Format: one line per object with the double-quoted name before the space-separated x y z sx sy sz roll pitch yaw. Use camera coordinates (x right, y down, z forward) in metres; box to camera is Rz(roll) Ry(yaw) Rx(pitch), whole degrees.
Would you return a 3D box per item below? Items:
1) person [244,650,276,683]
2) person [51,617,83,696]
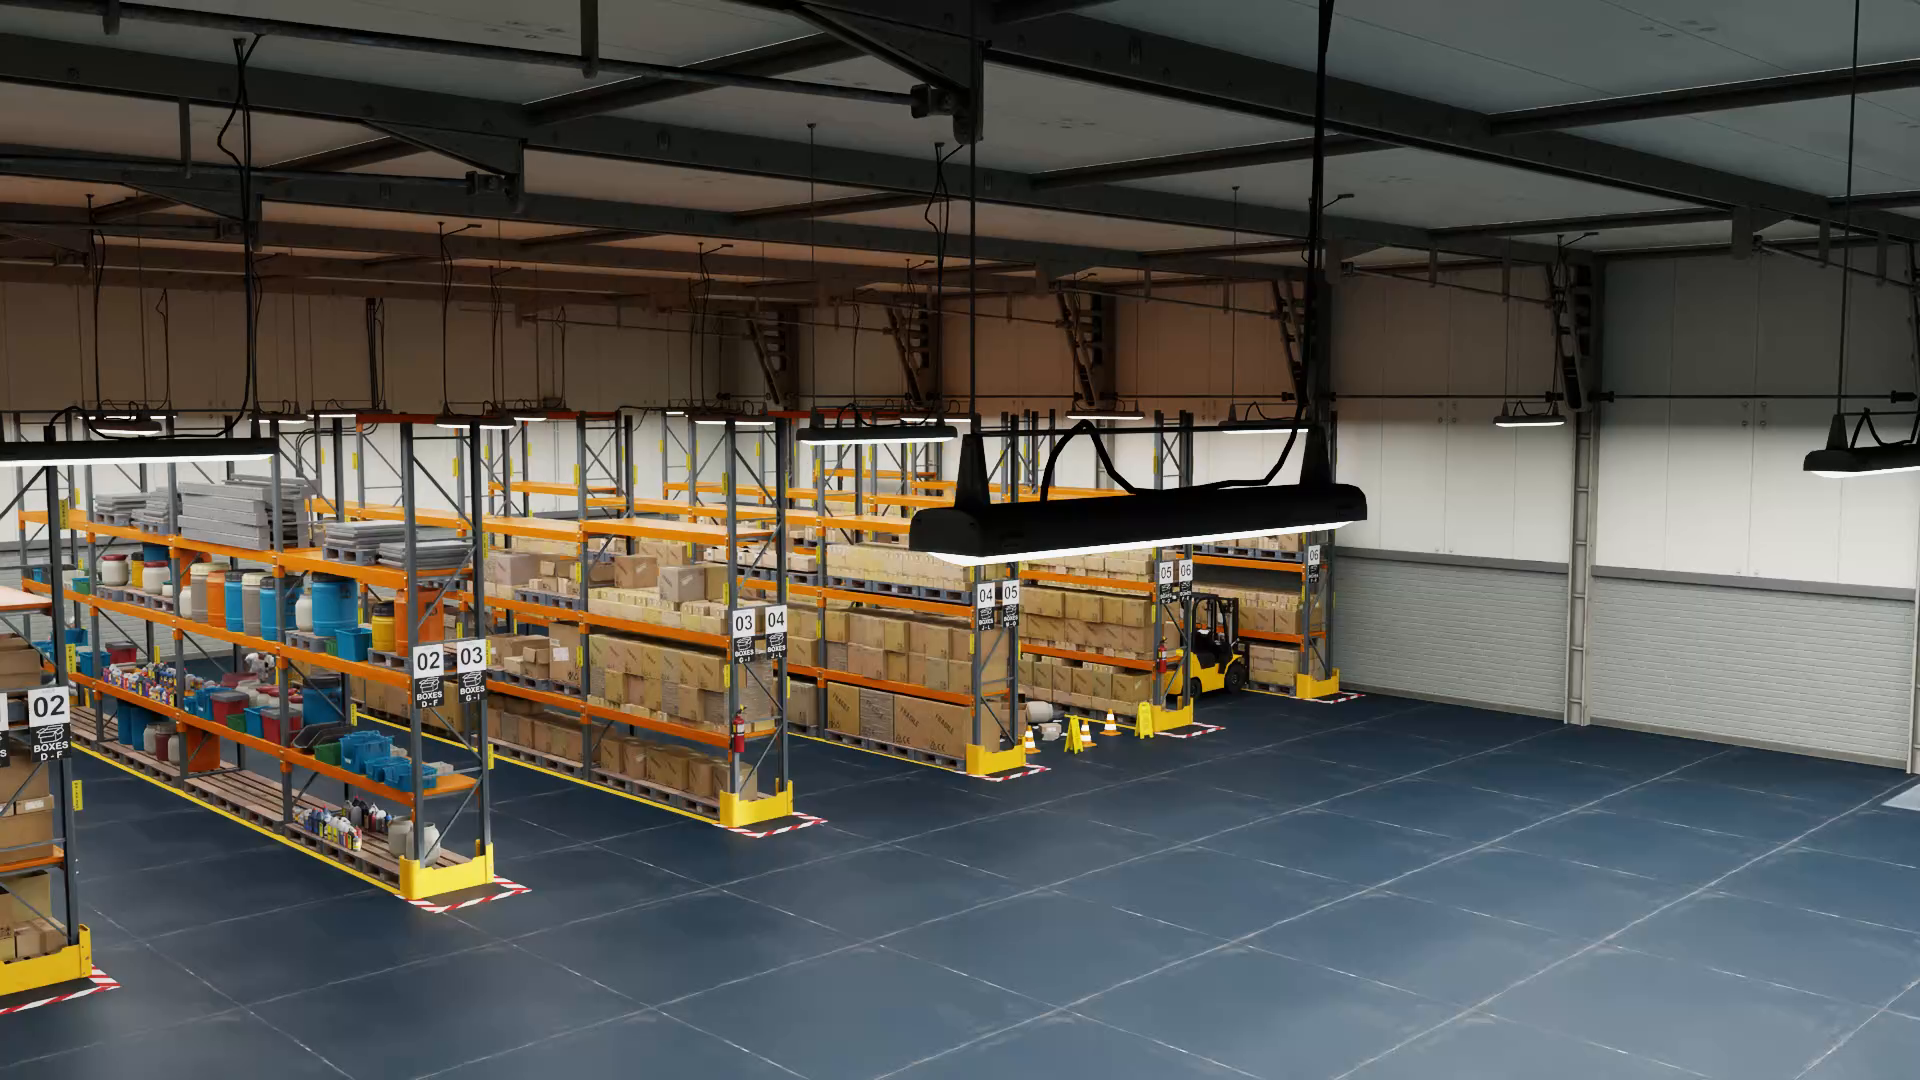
"person" -13.892 2.773 32.974 0.564 1.454 1.121 -3 6 -30
"person" -18.734 2.472 34.891 0.701 1.726 0.802 0 5 0
